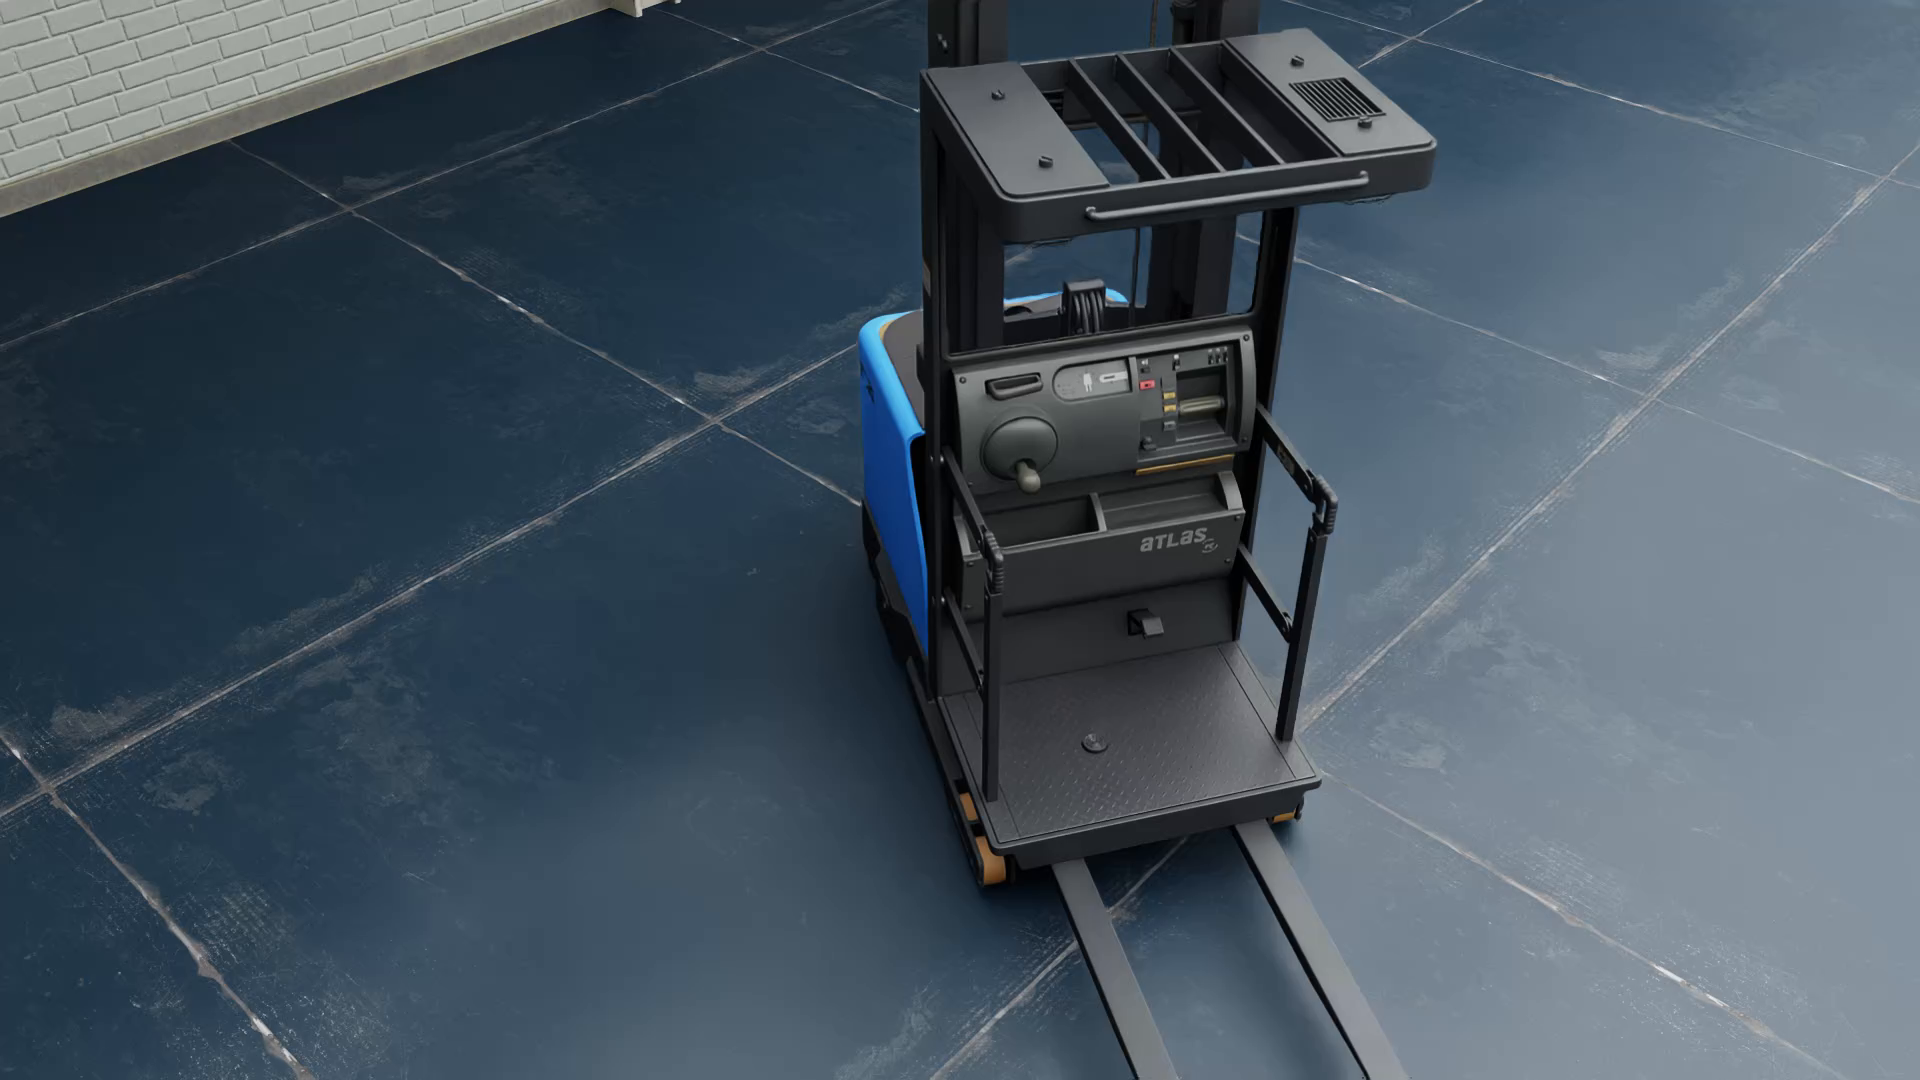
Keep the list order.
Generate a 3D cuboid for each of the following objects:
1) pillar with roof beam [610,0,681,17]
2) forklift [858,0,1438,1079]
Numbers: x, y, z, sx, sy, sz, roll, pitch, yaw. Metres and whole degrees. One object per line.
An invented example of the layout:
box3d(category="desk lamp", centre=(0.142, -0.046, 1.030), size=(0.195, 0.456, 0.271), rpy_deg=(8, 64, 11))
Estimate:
box3d(category="pillar with roof beam", centre=(1.025, -5.377, 6.282), size=(9.100, 9.000, 0.400), rpy_deg=(30, 47, 32))
box3d(category="forklift", centre=(0.498, -0.311, 4.786), size=(1.130, 2.935, 3.031), rpy_deg=(-10, 40, -12))
